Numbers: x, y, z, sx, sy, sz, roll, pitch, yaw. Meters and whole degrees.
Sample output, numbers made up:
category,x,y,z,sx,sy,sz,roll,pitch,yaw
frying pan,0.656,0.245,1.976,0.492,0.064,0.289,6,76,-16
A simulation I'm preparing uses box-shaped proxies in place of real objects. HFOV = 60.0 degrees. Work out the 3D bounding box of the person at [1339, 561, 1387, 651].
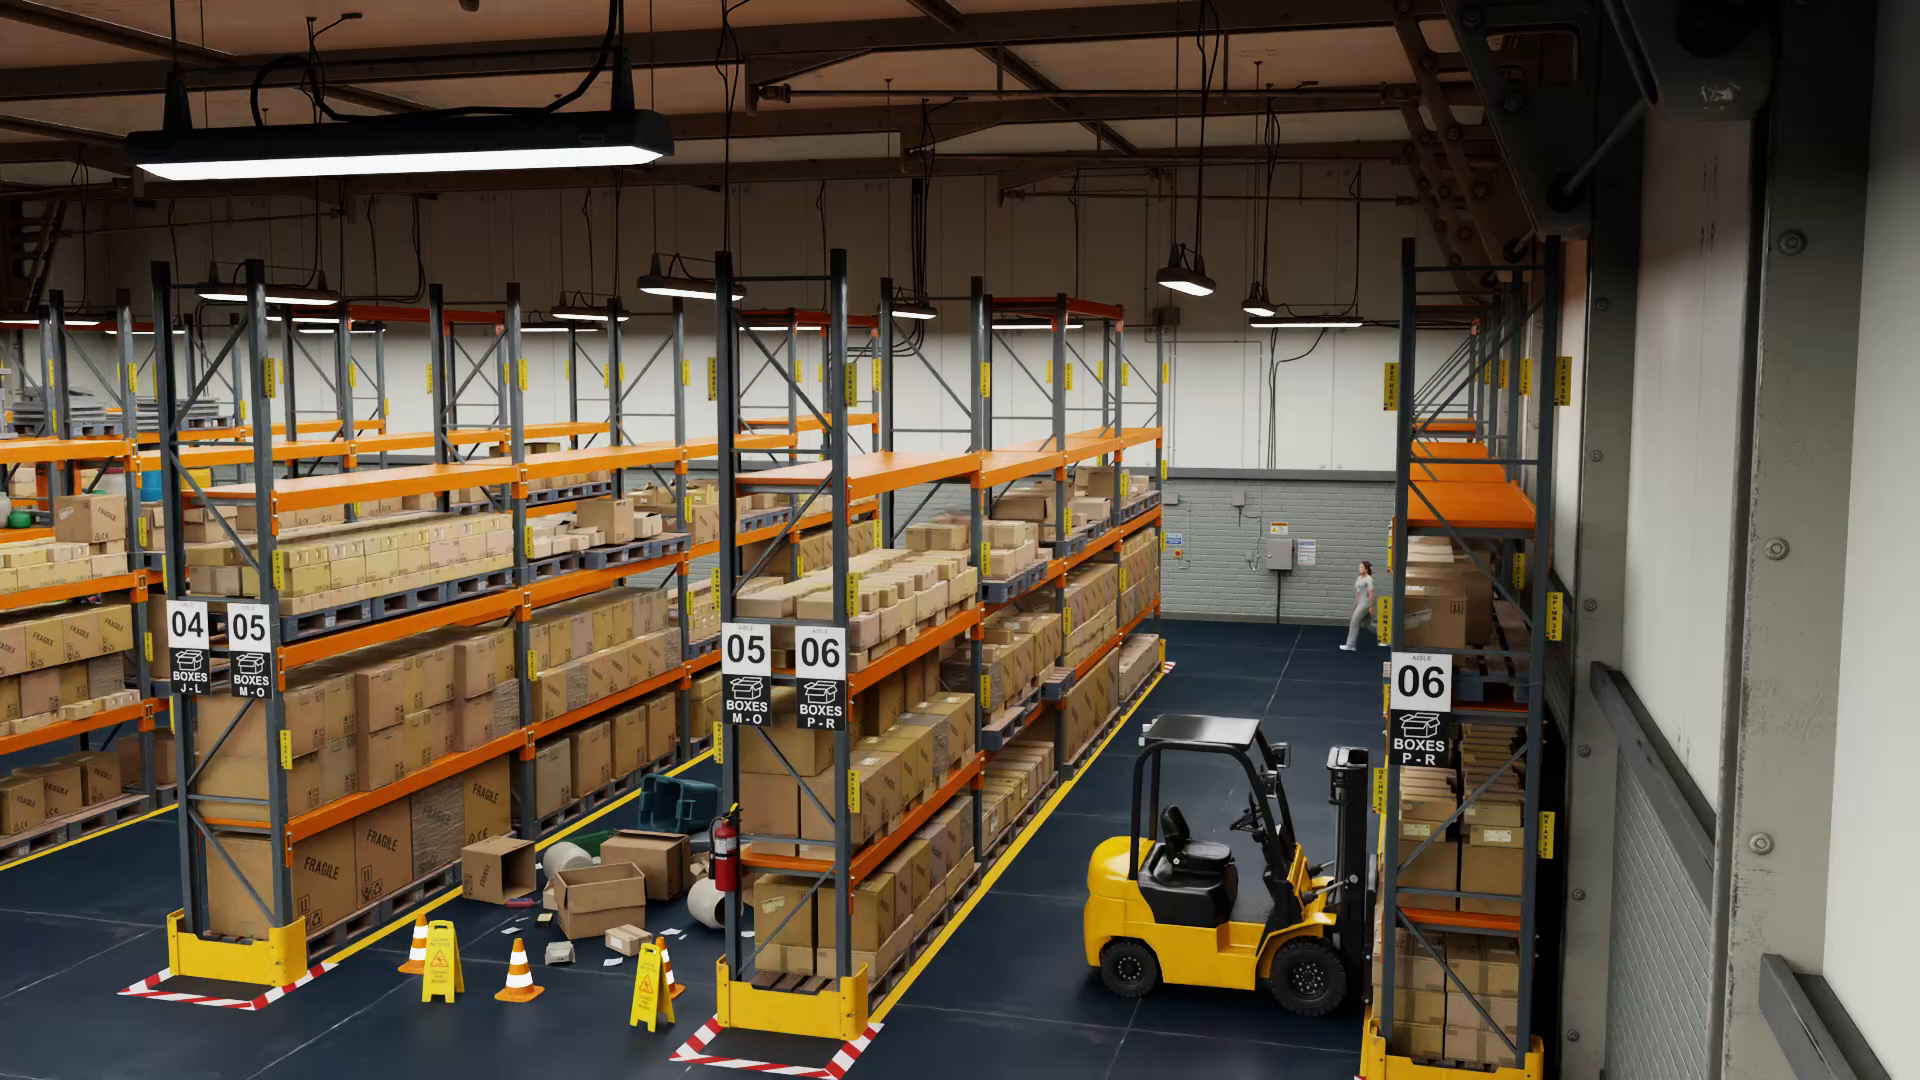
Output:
category,x,y,z,sx,sy,sz,roll,pitch,yaw
person,7.331,1.180,29.937,0.967,1.634,0.425,1,6,8

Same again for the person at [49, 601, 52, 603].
category,x,y,z,sx,sy,sz,roll,pitch,yaw
person,-14.835,1.496,27.057,0.593,1.627,0.520,4,7,34
